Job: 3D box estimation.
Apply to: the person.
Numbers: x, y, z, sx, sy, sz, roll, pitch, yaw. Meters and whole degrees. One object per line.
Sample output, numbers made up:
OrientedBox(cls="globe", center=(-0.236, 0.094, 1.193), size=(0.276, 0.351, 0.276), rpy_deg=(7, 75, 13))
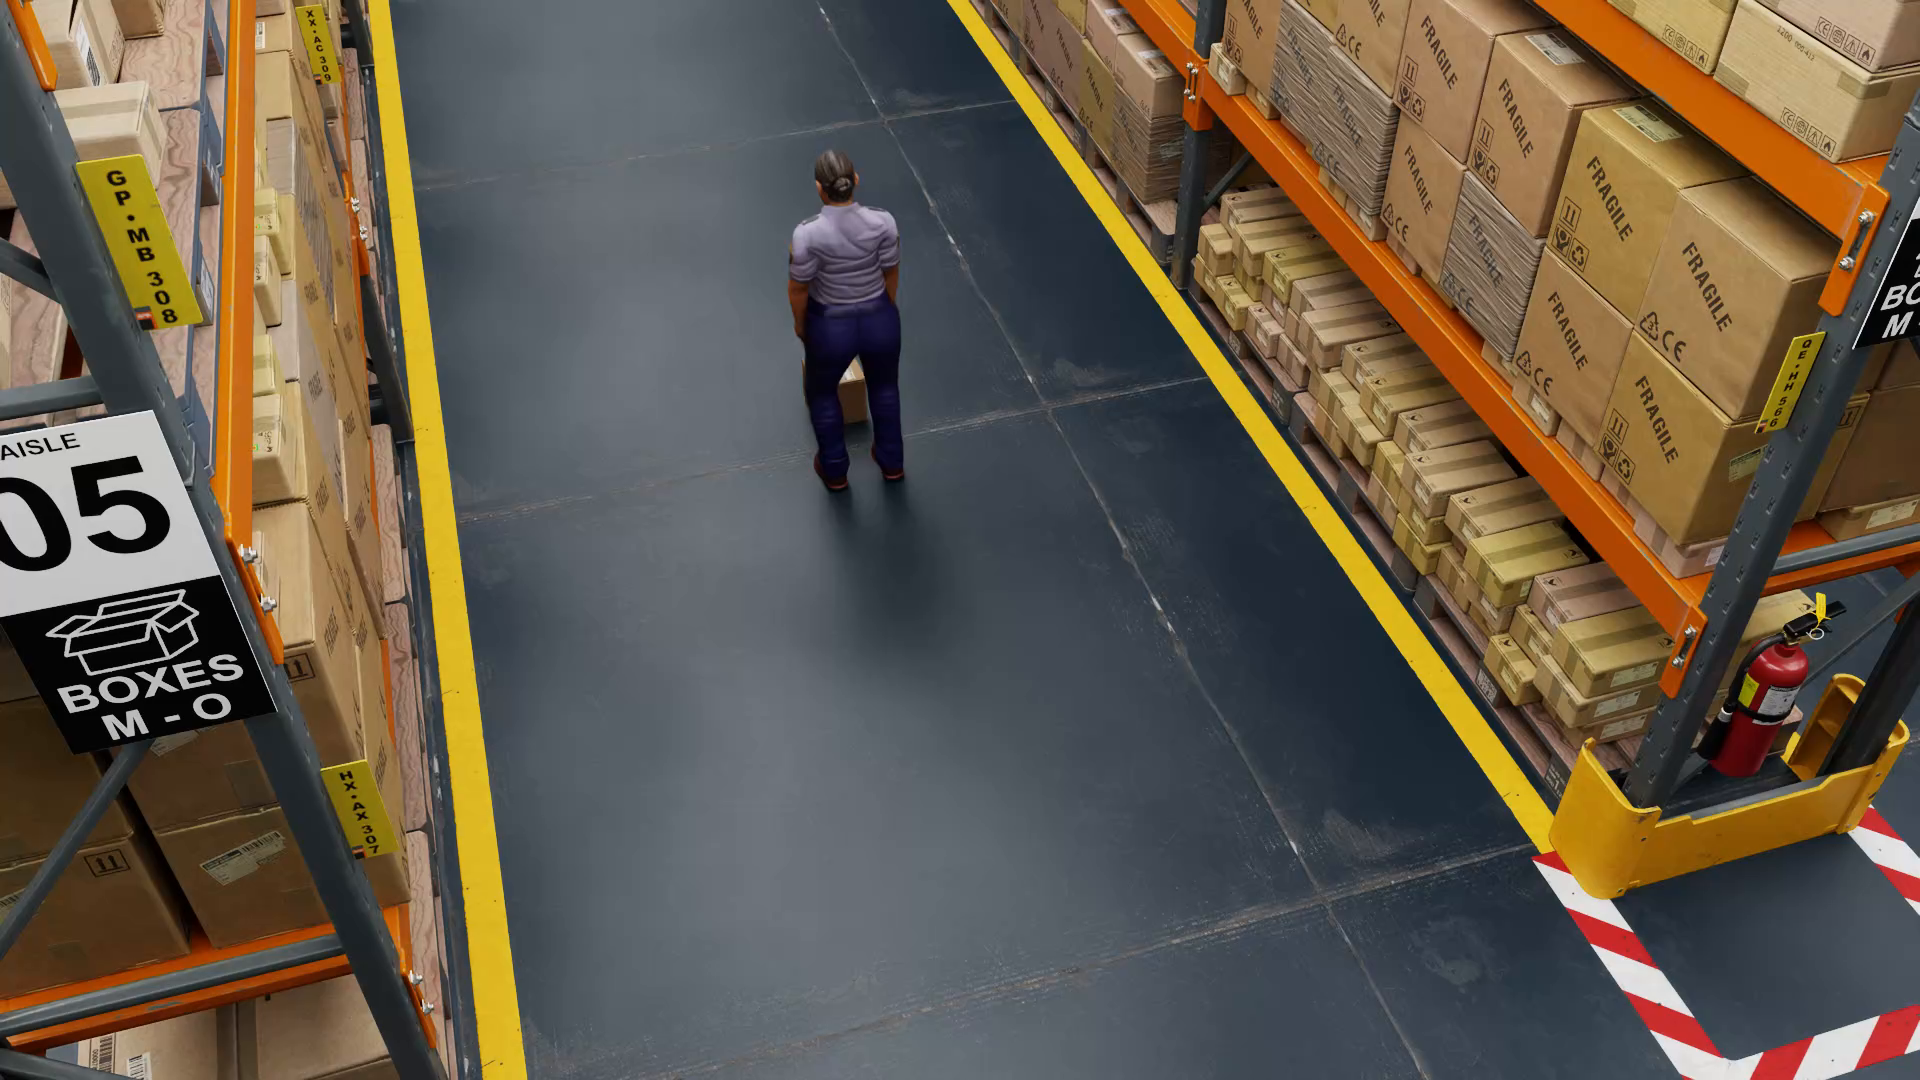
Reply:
OrientedBox(cls="person", center=(-0.489, -0.912, 7.188), size=(0.483, 1.631, 0.349), rpy_deg=(-11, 44, -12))
